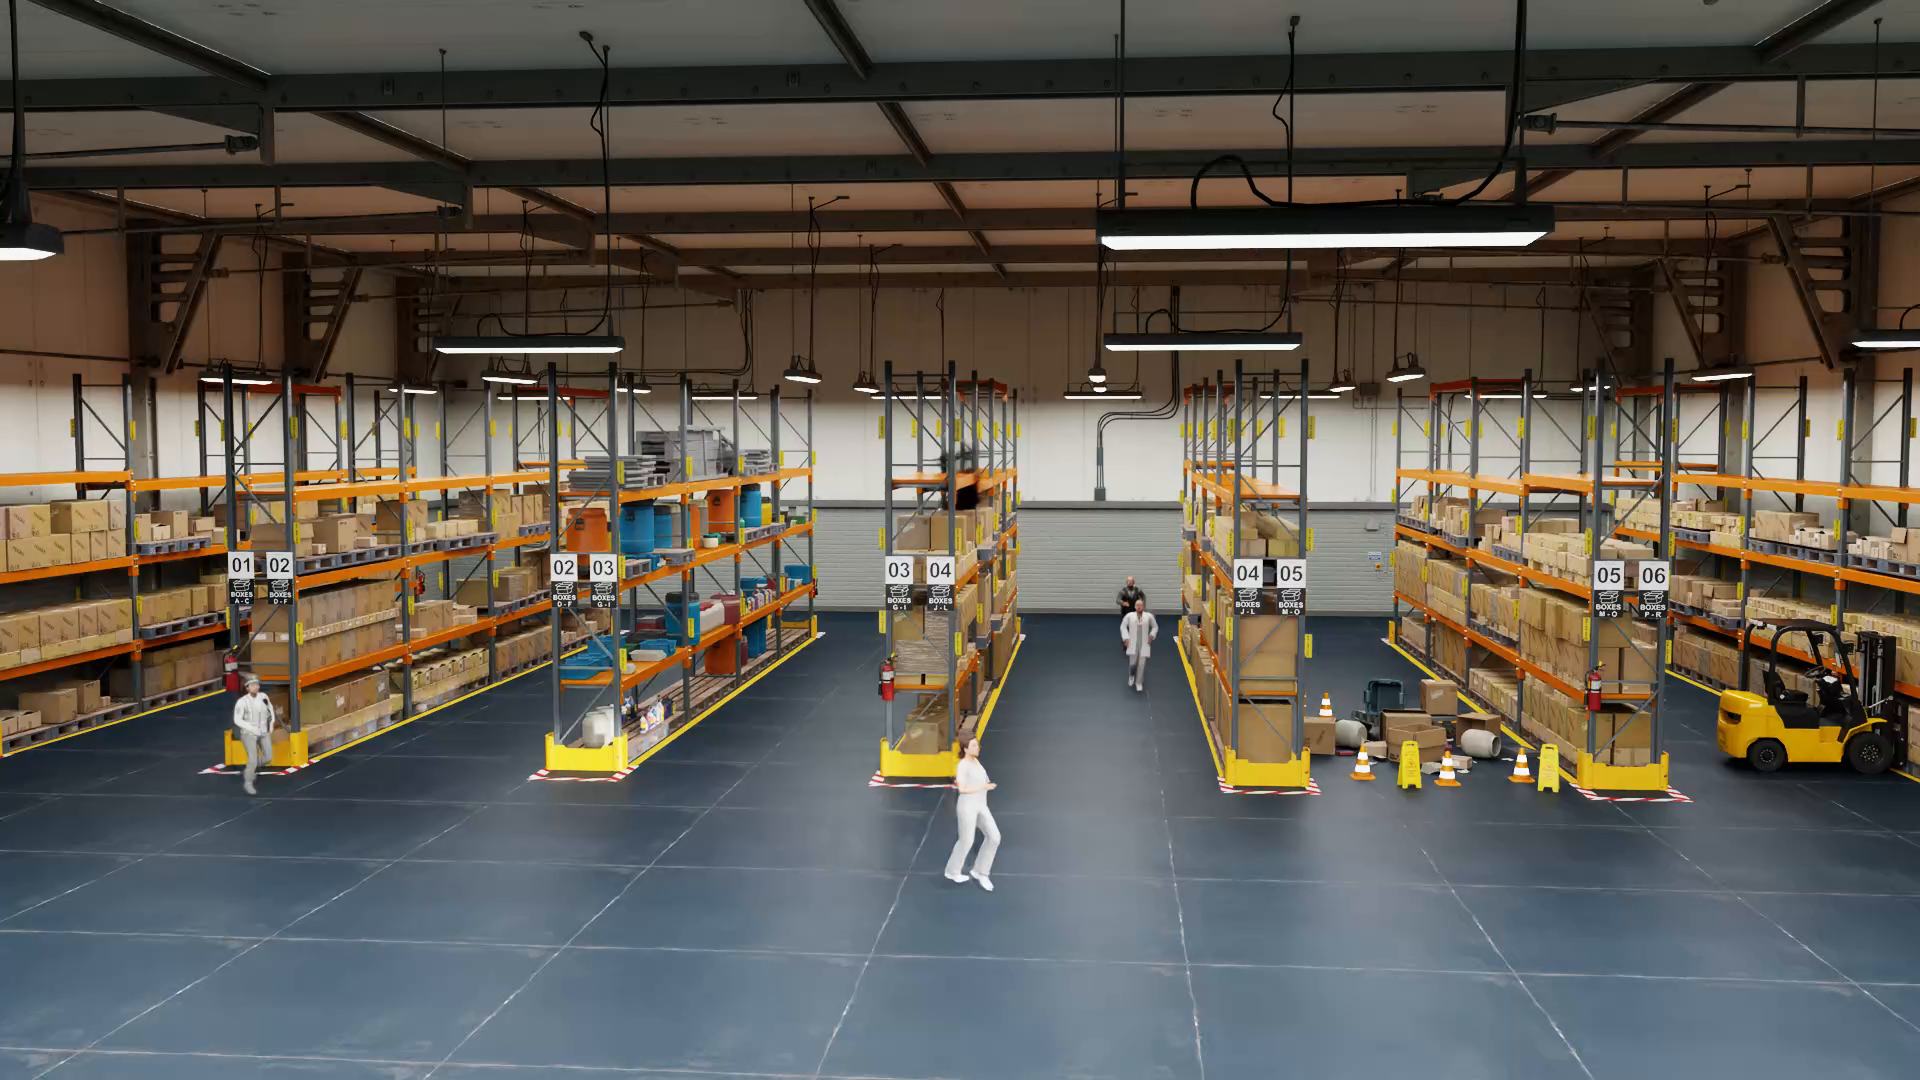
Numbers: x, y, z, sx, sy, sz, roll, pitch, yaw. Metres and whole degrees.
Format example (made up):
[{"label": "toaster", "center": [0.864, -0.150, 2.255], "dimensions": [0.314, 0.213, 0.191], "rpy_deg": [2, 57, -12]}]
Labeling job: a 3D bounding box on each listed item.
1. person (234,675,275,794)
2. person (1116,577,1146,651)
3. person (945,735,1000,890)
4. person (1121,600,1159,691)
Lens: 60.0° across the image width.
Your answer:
[{"label": "person", "center": [-9.705, 2.672, 22.961], "dimensions": [0.605, 1.657, 0.652], "rpy_deg": [3, 5, 38]}, {"label": "person", "center": [3.813, 1.707, 37.154], "dimensions": [0.667, 1.792, 0.773], "rpy_deg": [0, 4, 5]}, {"label": "person", "center": [0.139, 2.974, 18.176], "dimensions": [0.691, 1.705, 0.544], "rpy_deg": [3, 5, 36]}, {"label": "person", "center": [3.473, 2.023, 32.122], "dimensions": [0.727, 1.747, 0.633], "rpy_deg": [0, 4, 4]}]
